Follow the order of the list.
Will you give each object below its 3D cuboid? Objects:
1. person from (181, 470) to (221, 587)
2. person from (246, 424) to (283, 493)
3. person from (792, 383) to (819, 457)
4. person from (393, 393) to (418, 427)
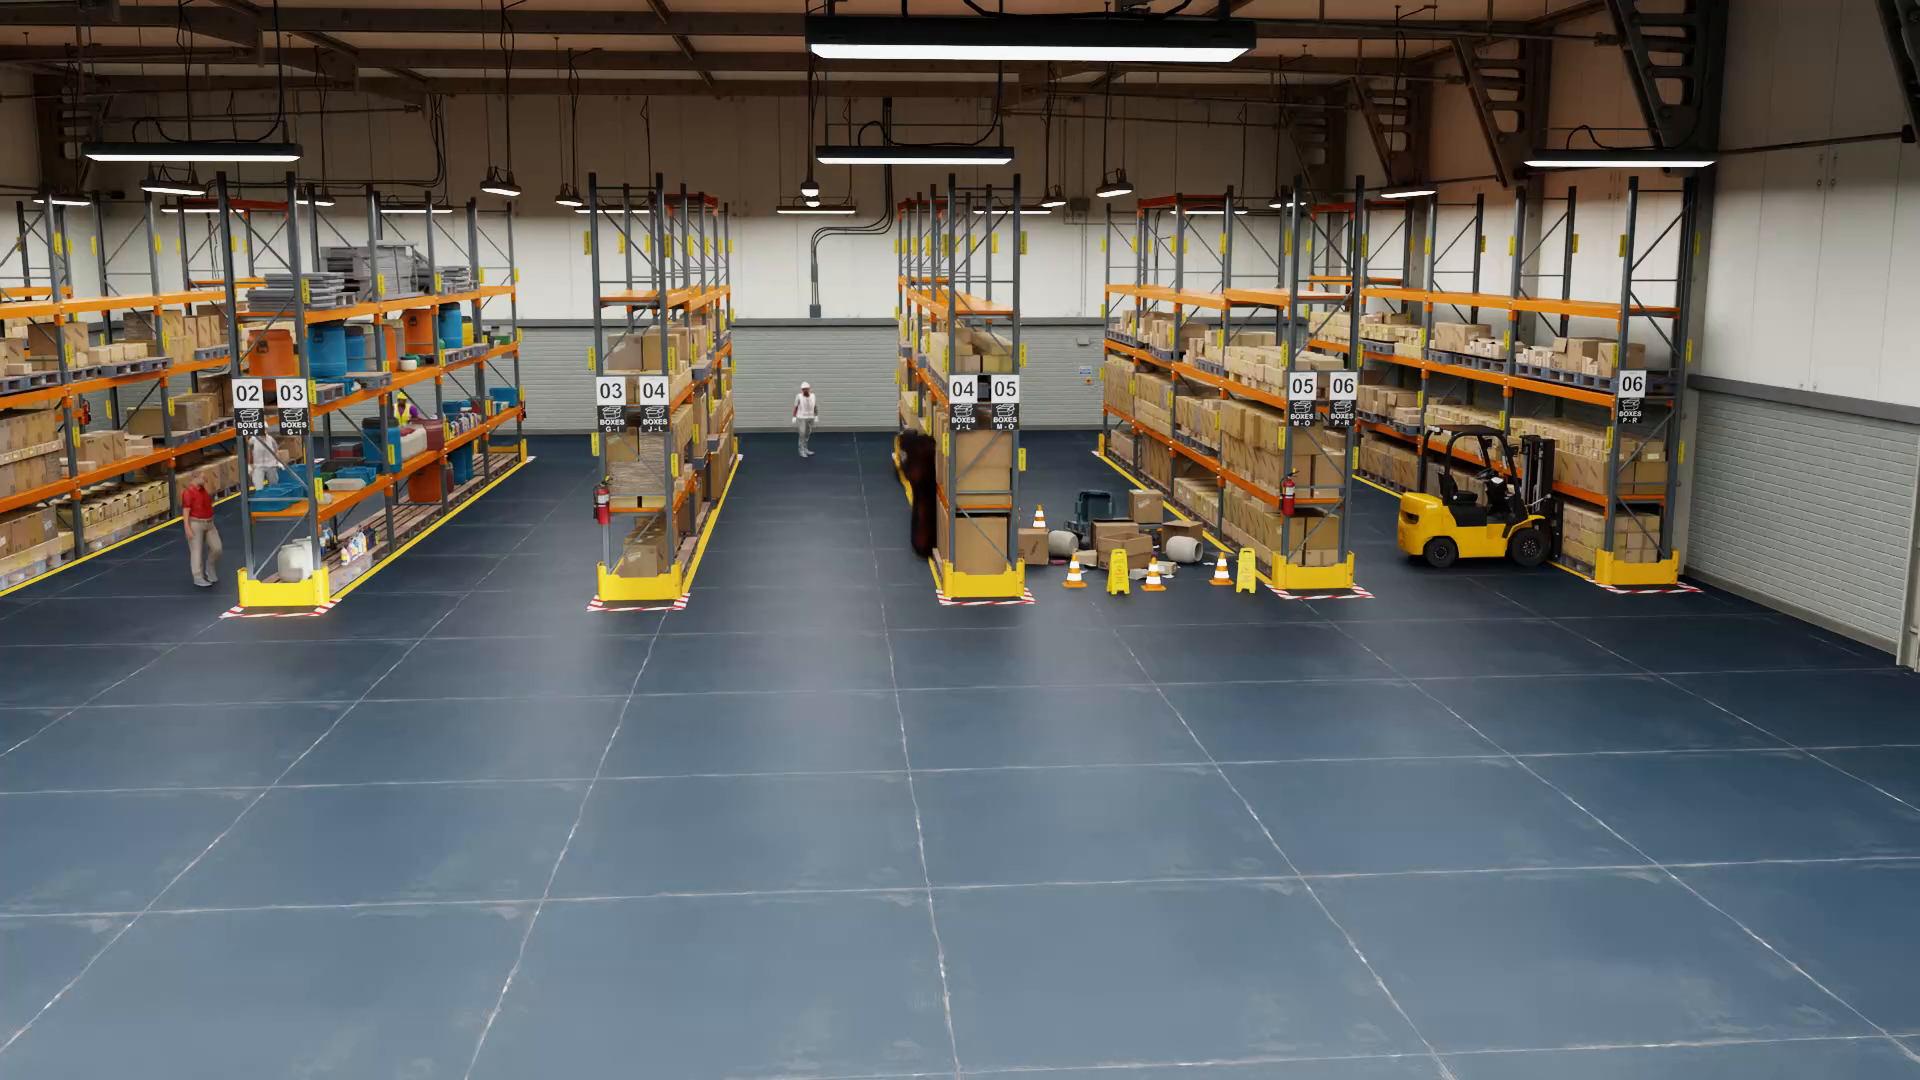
[{"bbox_3d":[-11.359,-0.172,24.847,0.484,1.752,0.614,5,11,28],"label":"person"},{"bbox_3d":[-13.162,-1.360,31.444,0.676,1.749,1.013,-2,10,-13],"label":"person"},{"bbox_3d":[-3.734,-2.896,39.977,0.649,1.791,0.501,-8,13,-39],"label":"person"},{"bbox_3d":[-12.539,-2.411,37.351,0.728,1.794,0.848,-1,10,-3],"label":"person"}]
